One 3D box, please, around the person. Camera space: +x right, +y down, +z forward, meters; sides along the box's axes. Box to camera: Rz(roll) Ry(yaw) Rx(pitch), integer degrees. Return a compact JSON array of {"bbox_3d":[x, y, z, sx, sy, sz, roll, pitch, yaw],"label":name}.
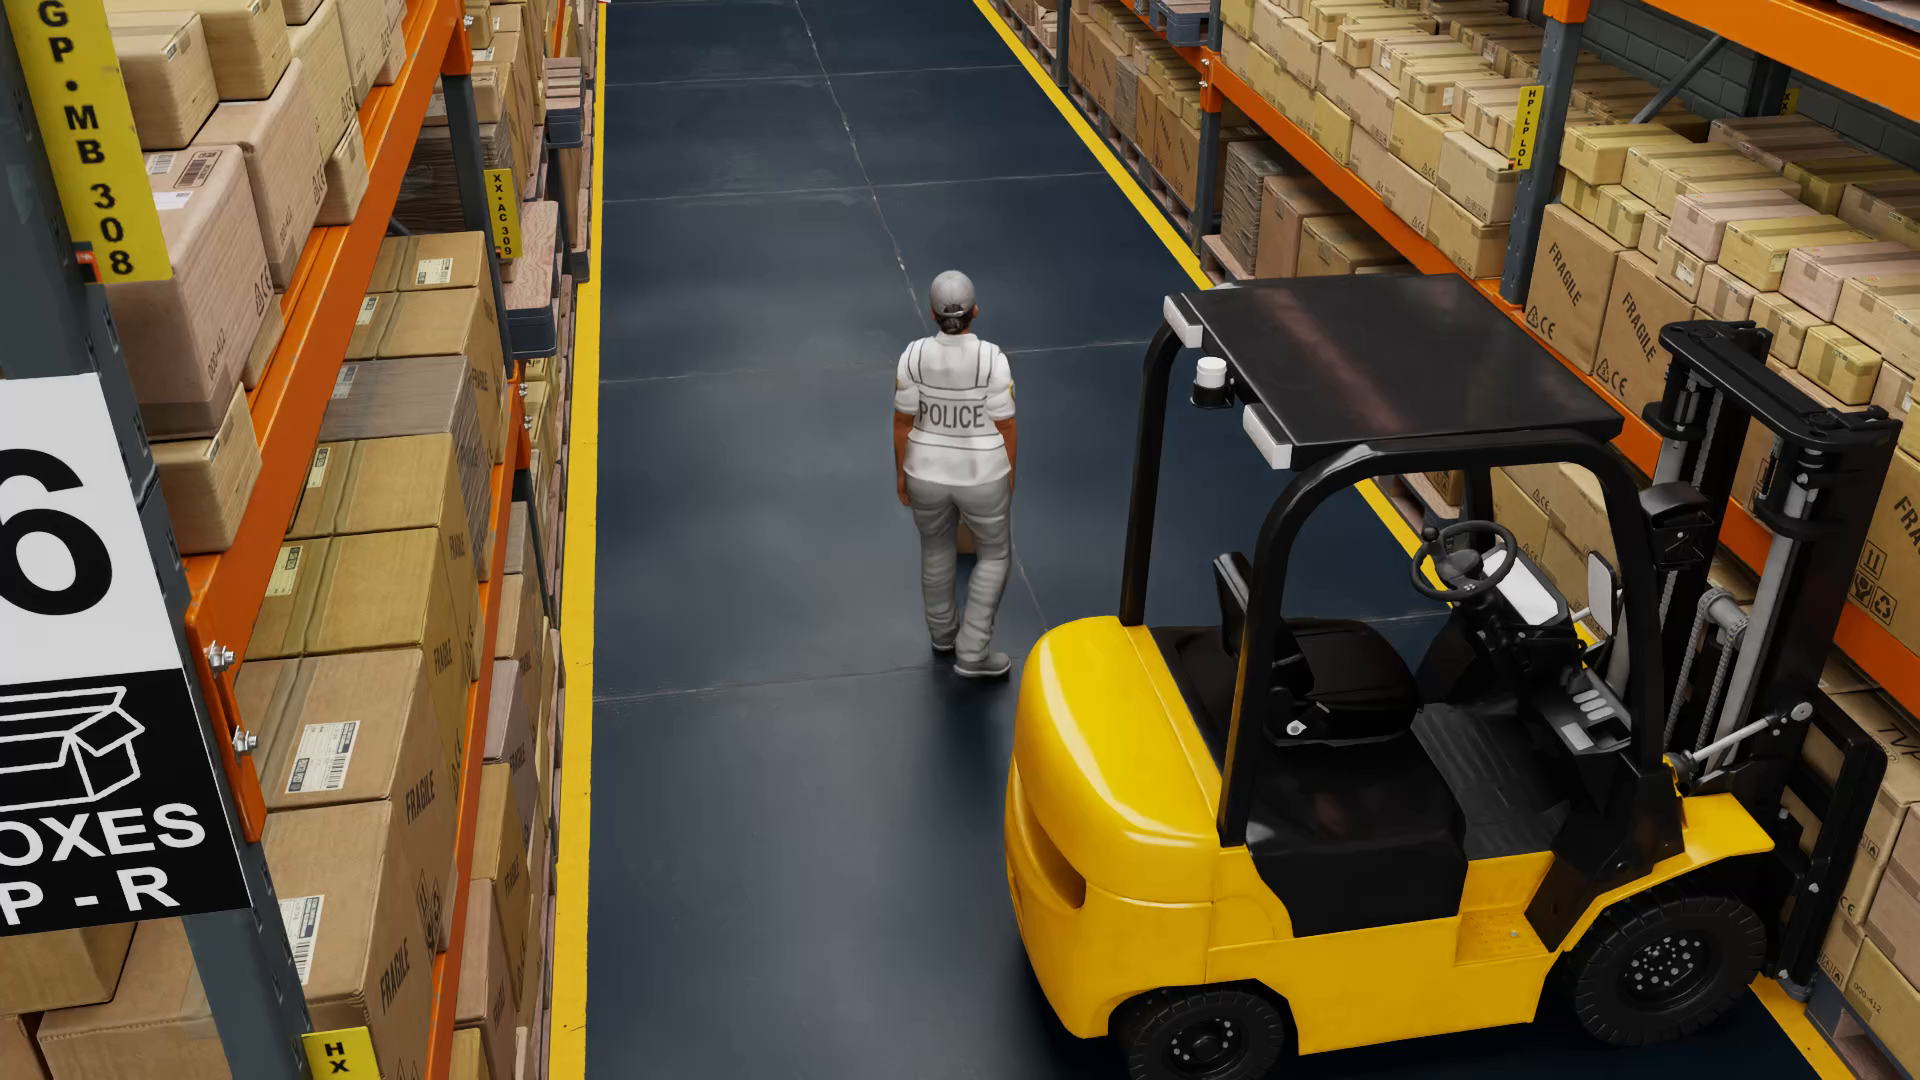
[{"bbox_3d":[-0.027,-0.259,6.493,0.485,1.600,0.511,8,32,12],"label":"person"}]
